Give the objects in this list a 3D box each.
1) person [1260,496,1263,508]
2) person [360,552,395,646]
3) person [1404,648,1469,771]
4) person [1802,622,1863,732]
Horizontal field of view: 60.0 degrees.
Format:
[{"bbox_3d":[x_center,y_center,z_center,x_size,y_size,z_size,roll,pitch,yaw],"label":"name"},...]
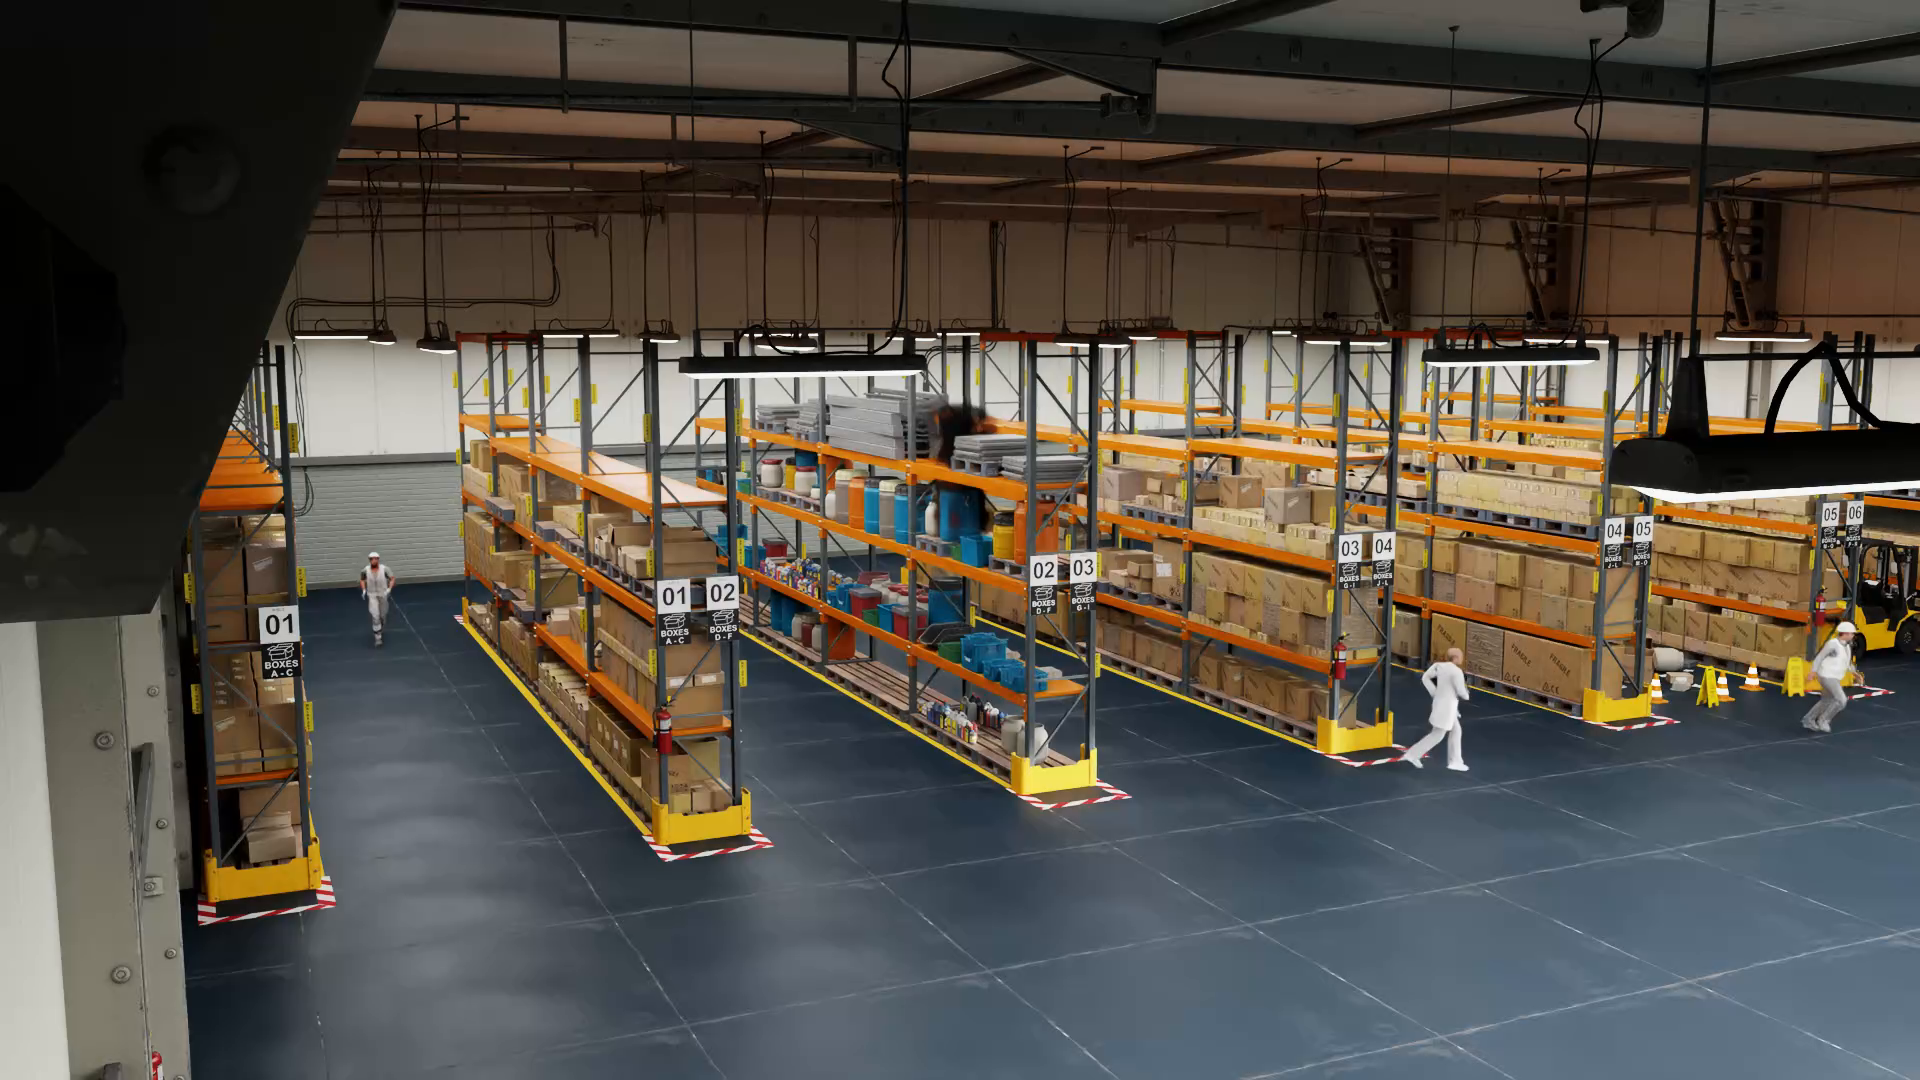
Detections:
[{"bbox_3d":[8.536,-0.797,46.656,0.907,1.649,0.571,-6,10,-39],"label":"person"},{"bbox_3d":[-11.301,1.107,32.305,0.657,1.802,0.822,-2,8,-17],"label":"person"},{"bbox_3d":[6.669,2.361,23.021,0.877,1.756,0.667,-1,8,-5],"label":"person"},{"bbox_3d":[13.258,2.075,25.262,0.754,1.721,0.634,7,11,44],"label":"person"}]
